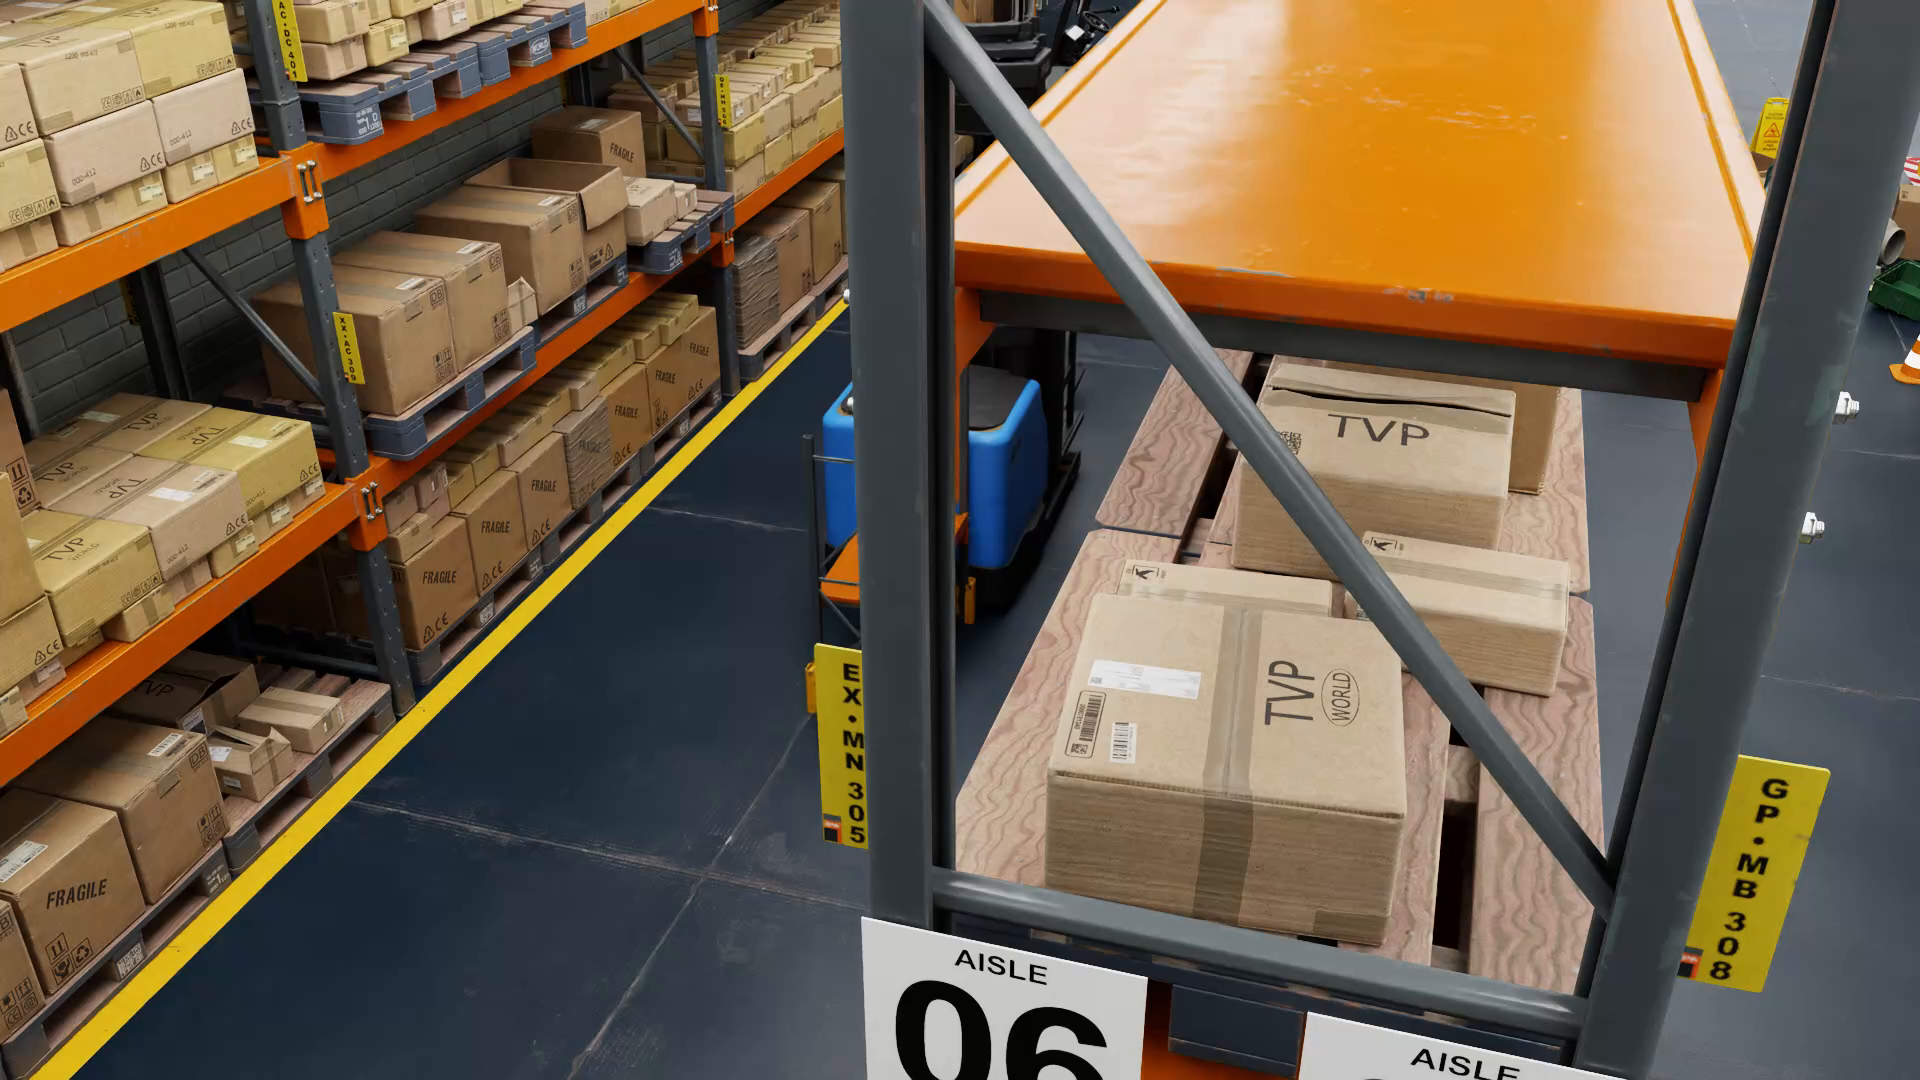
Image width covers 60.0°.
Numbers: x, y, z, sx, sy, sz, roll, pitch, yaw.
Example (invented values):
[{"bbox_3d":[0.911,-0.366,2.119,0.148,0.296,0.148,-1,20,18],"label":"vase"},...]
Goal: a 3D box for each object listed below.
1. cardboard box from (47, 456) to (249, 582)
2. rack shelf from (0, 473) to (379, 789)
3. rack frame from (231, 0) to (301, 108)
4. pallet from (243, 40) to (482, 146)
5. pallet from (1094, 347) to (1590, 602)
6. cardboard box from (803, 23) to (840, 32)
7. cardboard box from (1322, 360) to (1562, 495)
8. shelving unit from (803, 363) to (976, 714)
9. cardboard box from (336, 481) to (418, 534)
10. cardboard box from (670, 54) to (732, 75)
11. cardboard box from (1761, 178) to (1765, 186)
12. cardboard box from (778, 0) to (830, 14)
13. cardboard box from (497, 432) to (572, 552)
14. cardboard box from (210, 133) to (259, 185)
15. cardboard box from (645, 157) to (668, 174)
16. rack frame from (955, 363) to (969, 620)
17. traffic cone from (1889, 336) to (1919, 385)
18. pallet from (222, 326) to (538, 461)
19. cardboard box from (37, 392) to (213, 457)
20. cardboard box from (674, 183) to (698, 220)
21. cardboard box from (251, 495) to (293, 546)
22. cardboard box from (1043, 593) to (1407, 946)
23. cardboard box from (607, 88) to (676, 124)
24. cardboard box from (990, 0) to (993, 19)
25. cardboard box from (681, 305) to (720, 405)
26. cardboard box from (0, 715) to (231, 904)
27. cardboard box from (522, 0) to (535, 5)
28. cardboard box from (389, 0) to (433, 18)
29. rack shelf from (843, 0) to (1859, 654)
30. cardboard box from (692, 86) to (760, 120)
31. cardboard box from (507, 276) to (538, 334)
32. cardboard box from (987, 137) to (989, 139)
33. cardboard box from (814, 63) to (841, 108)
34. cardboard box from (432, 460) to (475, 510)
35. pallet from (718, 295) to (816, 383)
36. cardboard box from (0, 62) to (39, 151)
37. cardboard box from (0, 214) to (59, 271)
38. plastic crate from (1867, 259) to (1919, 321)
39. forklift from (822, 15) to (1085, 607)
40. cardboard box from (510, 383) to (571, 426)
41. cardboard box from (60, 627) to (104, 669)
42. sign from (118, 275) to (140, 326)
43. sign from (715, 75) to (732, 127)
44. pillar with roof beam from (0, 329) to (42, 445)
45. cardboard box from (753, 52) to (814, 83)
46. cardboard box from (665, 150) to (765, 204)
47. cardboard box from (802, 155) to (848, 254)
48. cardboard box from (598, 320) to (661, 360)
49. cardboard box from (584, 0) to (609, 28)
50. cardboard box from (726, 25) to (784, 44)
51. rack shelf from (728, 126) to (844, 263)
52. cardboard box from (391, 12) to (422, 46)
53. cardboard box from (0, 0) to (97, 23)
[{"bbox_3d":[-3.249,-0.092,6.677,0.500,0.250,0.500,9,30,15],"label":"cardboard box"},{"bbox_3d":[-3.787,0.710,6.128,1.077,0.370,4.000,8,30,15],"label":"rack shelf"},{"bbox_3d":[-3.200,-3.155,6.165,1.000,3.000,0.127,8,30,15],"label":"rack frame"},{"bbox_3d":[-2.941,-2.055,7.467,1.213,0.211,1.003,8,30,15],"label":"pallet"},{"bbox_3d":[0.936,-0.155,3.949,1.003,0.211,1.213,8,30,15],"label":"pallet"},{"bbox_3d":[-1.007,-3.905,12.915,0.380,0.149,0.250,8,30,14],"label":"cardboard box"},{"bbox_3d":[1.107,-0.465,3.778,0.500,0.500,0.500,9,30,16],"label":"cardboard box"},{"bbox_3d":[-0.335,-0.019,8.241,0.587,1.500,1.083,7,30,13],"label":"shelving unit"},{"bbox_3d":[-2.898,-0.176,8.146,0.380,0.149,0.250,8,30,14],"label":"cardboard box"},{"bbox_3d":[-1.863,-3.383,11.976,0.380,0.149,0.250,8,30,15],"label":"cardboard box"},{"bbox_3d":[6.707,-2.759,14.052,0.797,0.637,0.503,8,30,15],"label":"cardboard box"},{"bbox_3d":[-1.289,-4.329,13.676,0.380,0.149,0.250,7,30,13],"label":"cardboard box"},{"bbox_3d":[-2.545,-0.298,9.339,0.500,0.500,0.500,8,30,13],"label":"cardboard box"},{"bbox_3d":[-3.023,-1.525,6.579,0.380,0.149,0.250,8,30,15],"label":"cardboard box"},{"bbox_3d":[-2.138,-2.572,11.443,0.500,0.250,0.500,8,30,14],"label":"cardboard box"},{"bbox_3d":[-0.200,-0.261,8.677,0.500,1.500,0.032,7,30,13],"label":"rack frame"},{"bbox_3d":[6.819,-1.369,11.735,0.336,0.463,0.334,8,30,15],"label":"traffic cone"},{"bbox_3d":[-2.861,-0.805,8.310,1.003,0.211,1.213,8,30,15],"label":"pallet"},{"bbox_3d":[-3.603,-0.406,7.243,0.500,0.250,0.500,8,30,14],"label":"cardboard box"},{"bbox_3d":[-1.852,-2.106,10.277,0.380,0.149,0.250,9,30,16],"label":"cardboard box"},{"bbox_3d":[-3.108,-0.115,7.130,0.380,0.149,0.250,9,30,16],"label":"cardboard box"},{"bbox_3d":[0.418,0.337,2.592,0.500,0.250,0.500,6,30,10],"label":"cardboard box"},{"bbox_3d":[-2.124,-2.900,11.107,0.380,0.149,0.250,9,30,16],"label":"cardboard box"},{"bbox_3d":[0.118,-5.410,16.286,0.500,0.500,0.500,8,30,14],"label":"cardboard box"},{"bbox_3d":[-1.944,-1.256,11.062,0.500,0.500,0.500,9,30,16],"label":"cardboard box"},{"bbox_3d":[-3.511,1.089,6.846,0.700,0.500,0.500,7,30,13],"label":"cardboard box"},{"bbox_3d":[-2.305,-2.762,8.267,0.380,0.149,0.250,9,30,16],"label":"cardboard box"},{"bbox_3d":[-2.568,-2.414,7.336,0.380,0.149,0.250,8,30,14],"label":"cardboard box"},{"bbox_3d":[0.959,-1.030,3.496,1.077,0.370,4.000,8,30,15],"label":"rack shelf"},{"bbox_3d":[-1.573,-2.950,11.197,0.380,0.149,0.250,9,30,16],"label":"cardboard box"},{"bbox_3d":[-2.425,-1.249,8.616,0.396,0.266,0.258,10,31,17],"label":"cardboard box"},{"bbox_3d":[0.045,-4.123,16.473,0.500,0.250,0.500,9,30,16],"label":"cardboard box"},{"bbox_3d":[-1.217,-3.431,12.472,0.500,0.250,0.500,9,30,16],"label":"cardboard box"},{"bbox_3d":[-2.768,-0.298,8.671,0.380,0.149,0.250,7,30,12],"label":"cardboard box"},{"bbox_3d":[-1.747,-1.551,12.321,1.003,0.211,1.213,8,30,15],"label":"pallet"},{"bbox_3d":[-3.415,-1.387,5.406,0.500,0.250,0.500,9,30,16],"label":"cardboard box"},{"bbox_3d":[-3.368,-1.055,5.734,0.380,0.149,0.250,10,30,17],"label":"cardboard box"},{"bbox_3d":[7.455,-1.949,13.002,0.662,0.188,0.450,-24,47,-37],"label":"plastic crate"},{"bbox_3d":[0.135,-1.621,9.649,1.130,2.935,3.031,7,30,13],"label":"forklift"},{"bbox_3d":[-2.465,-0.782,9.543,0.380,0.149,0.250,9,30,15],"label":"cardboard box"},{"bbox_3d":[-3.494,0.353,6.287,0.380,0.149,0.250,9,30,16],"label":"cardboard box"},{"bbox_3d":[-3.731,-1.117,7.482,0.100,0.325,0.005,8,30,15],"label":"sign"},{"bbox_3d":[-1.504,-2.791,10.572,0.100,0.325,0.005,8,30,15],"label":"sign"},{"bbox_3d":[-0.150,-2.346,4.710,9.100,9.000,0.400,8,30,15],"label":"pillar with roof beam"},{"bbox_3d":[-1.282,-3.427,12.055,0.380,0.149,0.250,9,30,16],"label":"cardboard box"},{"bbox_3d":[-1.662,-2.498,11.310,0.500,0.250,0.500,9,30,15],"label":"cardboard box"},{"bbox_3d":[-1.229,-2.794,13.697,0.875,0.625,0.625,8,30,14],"label":"cardboard box"},{"bbox_3d":[-2.098,-1.254,10.391,0.380,0.149,0.250,7,30,13],"label":"cardboard box"},{"bbox_3d":[-2.238,-2.898,8.943,0.500,0.250,0.500,9,30,15],"label":"cardboard box"},{"bbox_3d":[-1.584,-3.861,12.835,0.380,0.149,0.250,8,30,14],"label":"cardboard box"},{"bbox_3d":[-1.439,-3.008,12.811,1.077,0.370,4.000,8,30,15],"label":"rack shelf"},{"bbox_3d":[-2.642,-2.291,7.421,0.380,0.149,0.250,9,30,15],"label":"cardboard box"},{"bbox_3d":[-3.617,-1.938,6.396,0.500,0.250,0.500,8,30,14],"label":"cardboard box"}]
